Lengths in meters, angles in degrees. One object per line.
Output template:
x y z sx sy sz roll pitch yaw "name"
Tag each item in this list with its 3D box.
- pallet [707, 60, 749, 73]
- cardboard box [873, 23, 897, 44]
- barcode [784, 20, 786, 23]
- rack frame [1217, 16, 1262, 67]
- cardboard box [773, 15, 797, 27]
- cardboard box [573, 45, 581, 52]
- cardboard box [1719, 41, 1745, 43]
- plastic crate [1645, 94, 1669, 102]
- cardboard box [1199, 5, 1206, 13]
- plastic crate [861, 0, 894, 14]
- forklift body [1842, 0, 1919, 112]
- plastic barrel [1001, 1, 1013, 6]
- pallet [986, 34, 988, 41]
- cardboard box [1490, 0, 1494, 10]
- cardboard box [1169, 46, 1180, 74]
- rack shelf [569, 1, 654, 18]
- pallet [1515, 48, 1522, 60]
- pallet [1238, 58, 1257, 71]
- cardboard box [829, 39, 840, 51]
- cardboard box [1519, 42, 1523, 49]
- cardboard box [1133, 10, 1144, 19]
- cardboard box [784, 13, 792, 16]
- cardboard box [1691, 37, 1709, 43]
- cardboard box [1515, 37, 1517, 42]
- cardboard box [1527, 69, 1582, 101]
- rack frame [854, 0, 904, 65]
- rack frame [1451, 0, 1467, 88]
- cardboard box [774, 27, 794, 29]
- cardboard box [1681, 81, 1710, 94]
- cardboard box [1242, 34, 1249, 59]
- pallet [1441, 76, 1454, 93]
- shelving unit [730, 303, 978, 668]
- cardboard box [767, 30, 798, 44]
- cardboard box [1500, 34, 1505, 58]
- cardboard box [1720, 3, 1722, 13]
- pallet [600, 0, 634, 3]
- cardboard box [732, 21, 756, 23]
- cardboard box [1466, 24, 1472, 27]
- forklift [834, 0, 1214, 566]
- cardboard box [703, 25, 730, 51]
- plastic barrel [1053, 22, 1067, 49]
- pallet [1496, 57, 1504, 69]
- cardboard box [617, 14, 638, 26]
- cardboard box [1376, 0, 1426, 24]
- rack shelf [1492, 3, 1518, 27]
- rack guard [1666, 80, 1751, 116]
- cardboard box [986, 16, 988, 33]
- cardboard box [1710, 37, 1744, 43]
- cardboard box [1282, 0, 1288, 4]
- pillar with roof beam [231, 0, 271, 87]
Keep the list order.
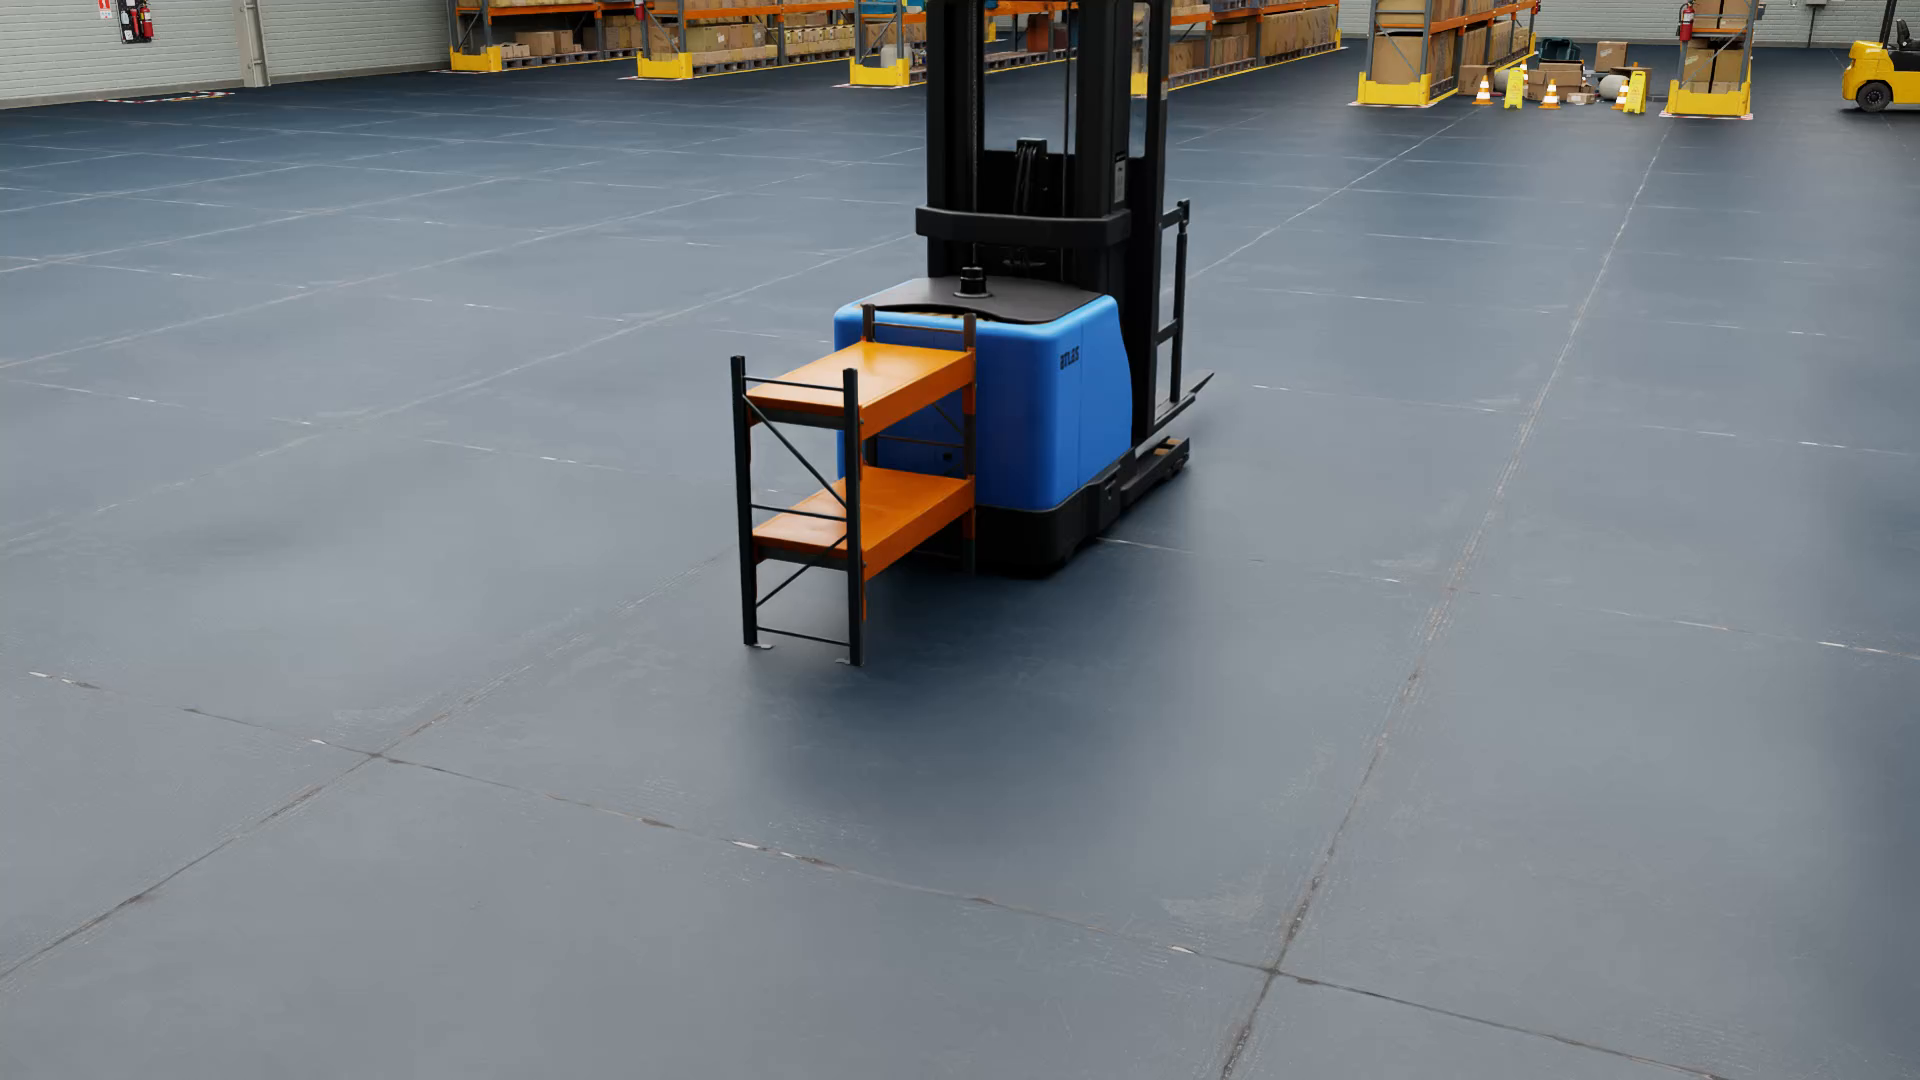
-5.304 -10.288 36.082 1.003 0.211 1.213 9 21 23 "pallet"
-1.938 -12.879 42.280 0.500 0.500 0.500 8 21 22 "cardboard box"
-3.958 -11.716 37.577 0.001 0.075 0.075 9 21 23 "barcode"
6.232 -12.076 36.947 1.000 3.000 0.127 9 21 23 "rack frame"
-5.078 -14.725 47.501 0.700 0.500 0.500 8 21 22 "cardboard box"
-9.155 -11.596 39.172 0.380 0.166 0.250 6 20 16 "cardboard box"
13.638 -8.531 29.338 0.500 0.500 0.500 8 21 22 "cardboard box"
12.244 -7.750 29.141 0.402 0.080 0.583 1 20 4 "plastic crate"
4.663 -10.553 33.042 0.380 0.149 0.250 9 21 23 "cardboard box"
-1.631 -10.434 32.552 0.499 0.251 0.616 9 21 23 "plastic crate"
15.639 -8.020 26.811 2.313 2.155 1.214 9 21 23 "forklift body"
0.968 -12.083 36.765 0.433 0.535 0.433 0 20 0 "plastic barrel"
0.115 -14.300 47.365 1.003 0.211 1.213 9 21 23 "pallet"
10.776 -11.237 34.439 0.500 0.500 0.500 9 21 23 "cardboard box"
3.984 -9.379 32.470 0.500 0.500 0.500 7 21 18 "cardboard box"
-8.144 -13.164 41.082 1.077 0.370 4.000 9 21 23 "rack shelf"
13.095 -11.858 40.496 1.003 0.211 1.213 9 21 23 "pallet"
5.911 -10.523 36.743 1.003 0.211 1.213 9 21 23 "pallet"
-3.213 -11.833 39.741 0.500 0.250 0.500 9 22 24 "cardboard box"
13.500 -12.069 40.556 0.380 0.149 0.250 9 21 24 "cardboard box"
3.290 -9.566 30.266 0.380 0.149 0.250 9 21 23 "cardboard box"
-4.980 -14.957 47.186 0.380 0.149 0.250 9 22 25 "cardboard box"
12.282 -8.310 27.749 0.380 0.149 0.250 9 21 24 "cardboard box"
13.130 -11.981 39.864 0.380 0.149 0.250 10 22 25 "cardboard box"
10.407 -7.978 29.152 0.797 0.503 0.637 -5 20 -15 "cardboard box"
-1.562 -10.310 31.982 1.000 3.000 0.127 9 21 23 "rack frame"
9.078 -10.141 31.508 1.000 3.000 0.127 9 21 23 "rack frame"
-4.124 -11.855 38.967 0.500 0.311 0.500 8 21 23 "cardboard box"
12.093 -7.464 27.457 0.500 0.250 0.500 8 21 22 "cardboard box"
5.976 -10.898 36.709 0.700 0.500 0.500 7 21 20 "cardboard box"
8.695 -8.606 31.352 1.003 0.211 1.213 9 21 23 "pallet"
-0.379 -0.252 6.500 0.538 1.125 1.048 9 21 23 "shelving unit"
-4.045 -11.472 37.890 0.500 0.311 0.500 9 21 23 "cardboard box"
11.856 -11.033 37.120 0.500 0.500 0.500 8 21 22 "cardboard box"
12.385 -8.966 27.611 0.500 0.500 0.500 8 21 22 "cardboard box"
-8.517 -13.015 39.875 1.003 0.211 1.213 9 21 23 "pallet"
-4.918 -11.370 37.321 0.500 0.500 0.500 9 21 23 "cardboard box"
10.757 -10.983 35.858 0.500 0.250 0.500 8 21 21 "cardboard box"
0.520 -1.727 7.950 1.130 2.935 3.031 9 21 23 "forklift"
-5.261 -10.687 35.401 0.500 0.500 0.500 9 21 23 "cardboard box"
2.361 -12.314 40.590 0.600 0.588 0.708 9 21 23 "plastic barrel"
11.538 -10.661 37.130 1.003 0.211 1.213 9 21 23 "pallet"
-8.290 -12.797 40.929 0.500 0.250 0.500 8 21 21 "cardboard box"
7.550 -9.109 28.381 0.875 0.550 0.550 9 21 23 "cardboard box"
11.535 -11.637 36.786 1.077 0.370 4.000 9 21 23 "rack shelf"
12.028 -7.116 26.731 1.175 0.500 0.348 9 21 23 "rack guard"
0.474 -14.711 47.432 0.500 0.500 0.500 9 21 23 "cardboard box"
15.632 -10.112 33.971 0.875 0.875 0.875 8 21 22 "cardboard box"
7.302 -12.702 38.558 0.500 0.500 0.500 9 21 23 "cardboard box"
-9.633 -12.403 28.916 9.100 9.000 0.400 9 21 23 "pillar with roof beam"
